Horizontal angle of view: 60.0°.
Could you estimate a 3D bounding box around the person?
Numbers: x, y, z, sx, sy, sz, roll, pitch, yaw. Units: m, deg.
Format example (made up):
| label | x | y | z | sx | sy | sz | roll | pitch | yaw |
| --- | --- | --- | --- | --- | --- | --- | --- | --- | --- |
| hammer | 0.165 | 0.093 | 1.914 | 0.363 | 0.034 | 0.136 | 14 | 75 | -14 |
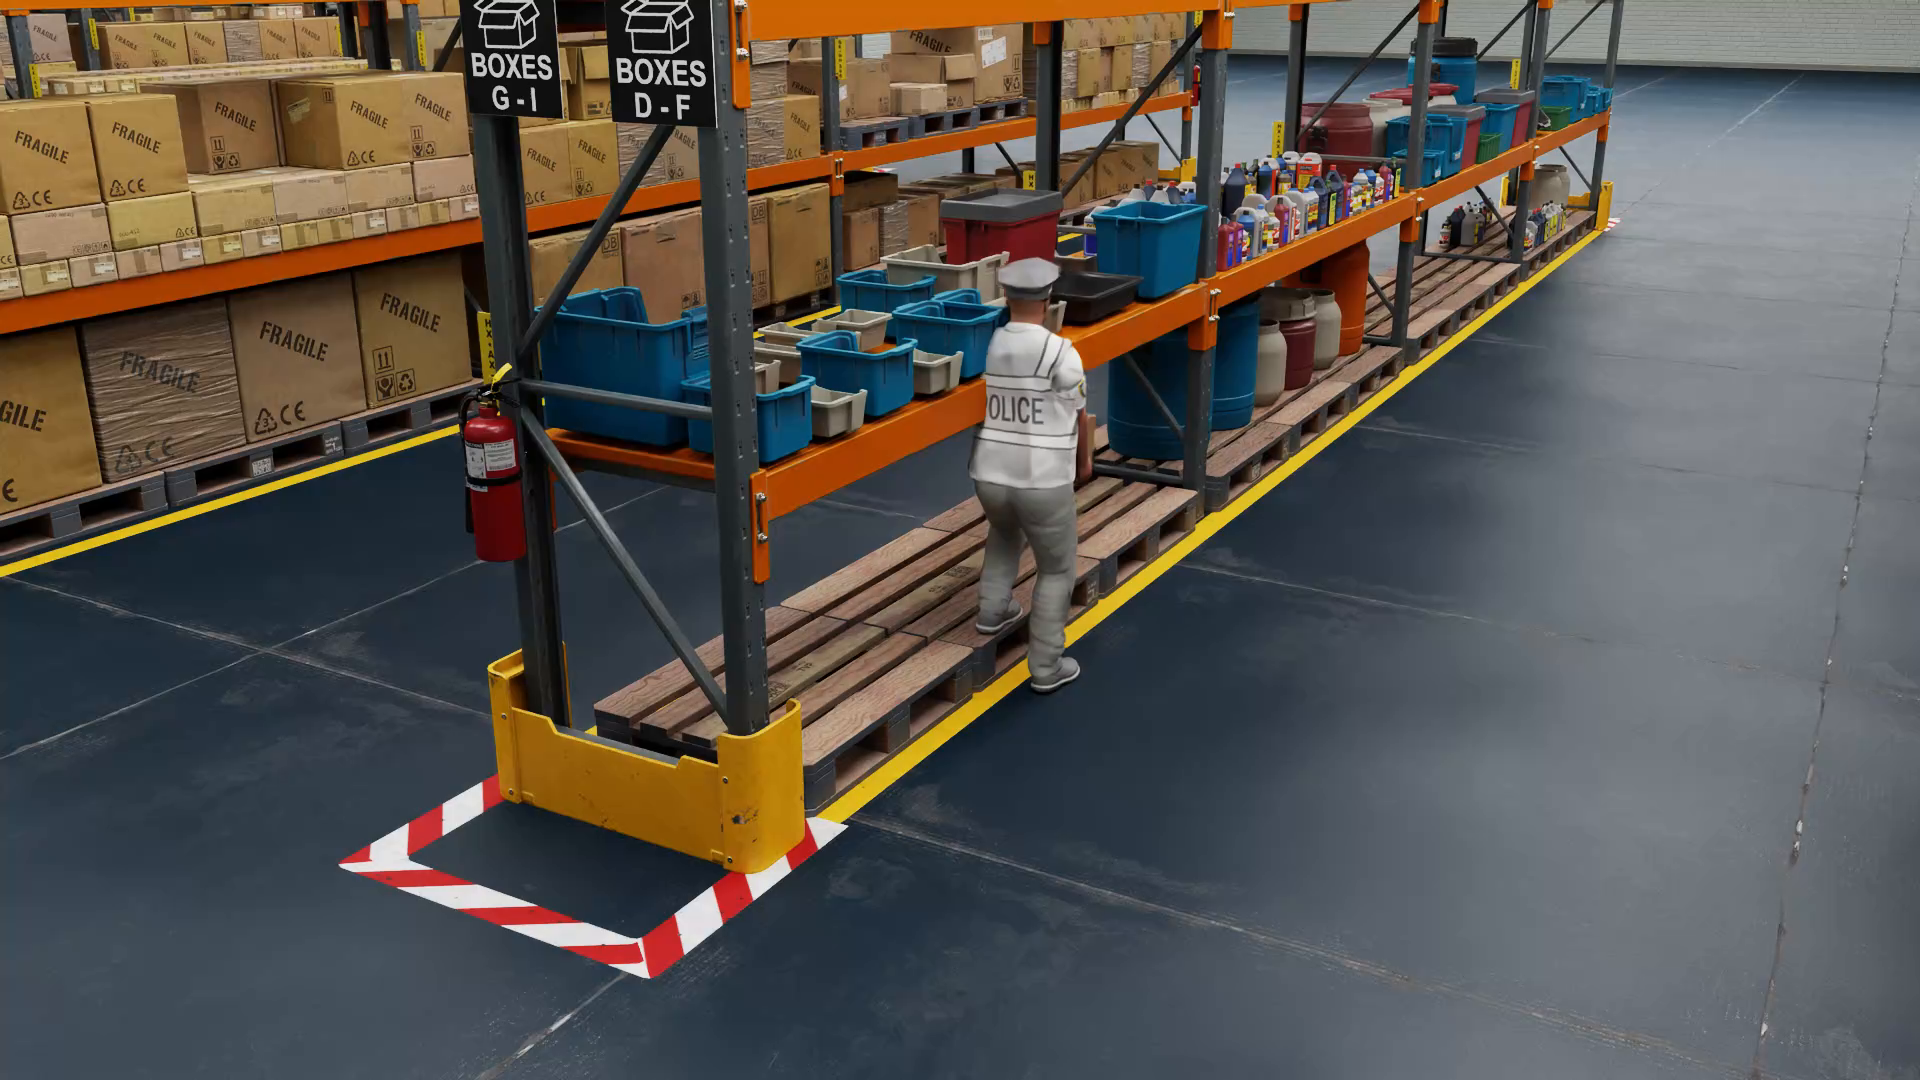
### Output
| label | x | y | z | sx | sy | sz | roll | pitch | yaw |
| --- | --- | --- | --- | --- | --- | --- | --- | --- | --- |
| person | 0.285 | -0.269 | 6.825 | 0.495 | 1.762 | 0.572 | 10 | 22 | 27 |
